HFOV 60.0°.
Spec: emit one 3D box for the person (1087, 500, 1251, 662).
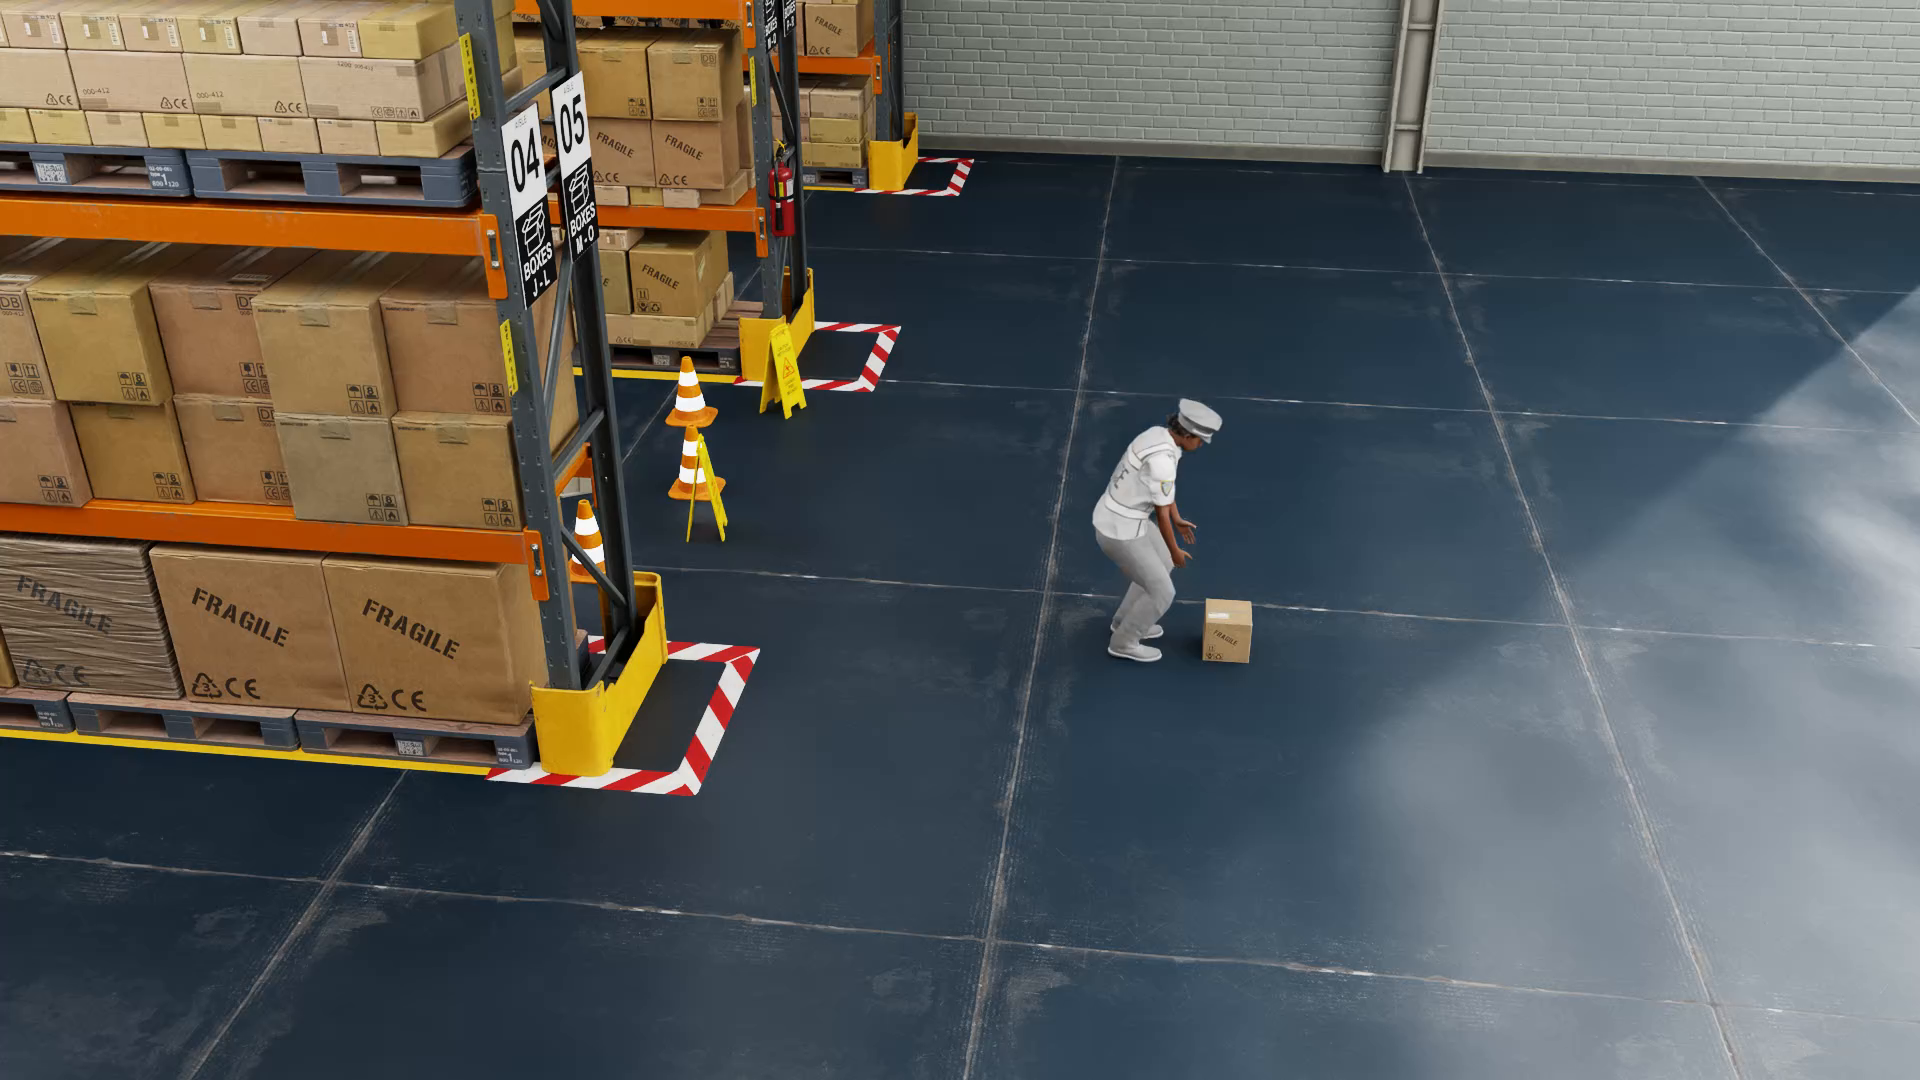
[{"bbox_3d":[1.131,0.208,9.077,0.868,0.874,0.479,3,29,6],"label":"person"}]
